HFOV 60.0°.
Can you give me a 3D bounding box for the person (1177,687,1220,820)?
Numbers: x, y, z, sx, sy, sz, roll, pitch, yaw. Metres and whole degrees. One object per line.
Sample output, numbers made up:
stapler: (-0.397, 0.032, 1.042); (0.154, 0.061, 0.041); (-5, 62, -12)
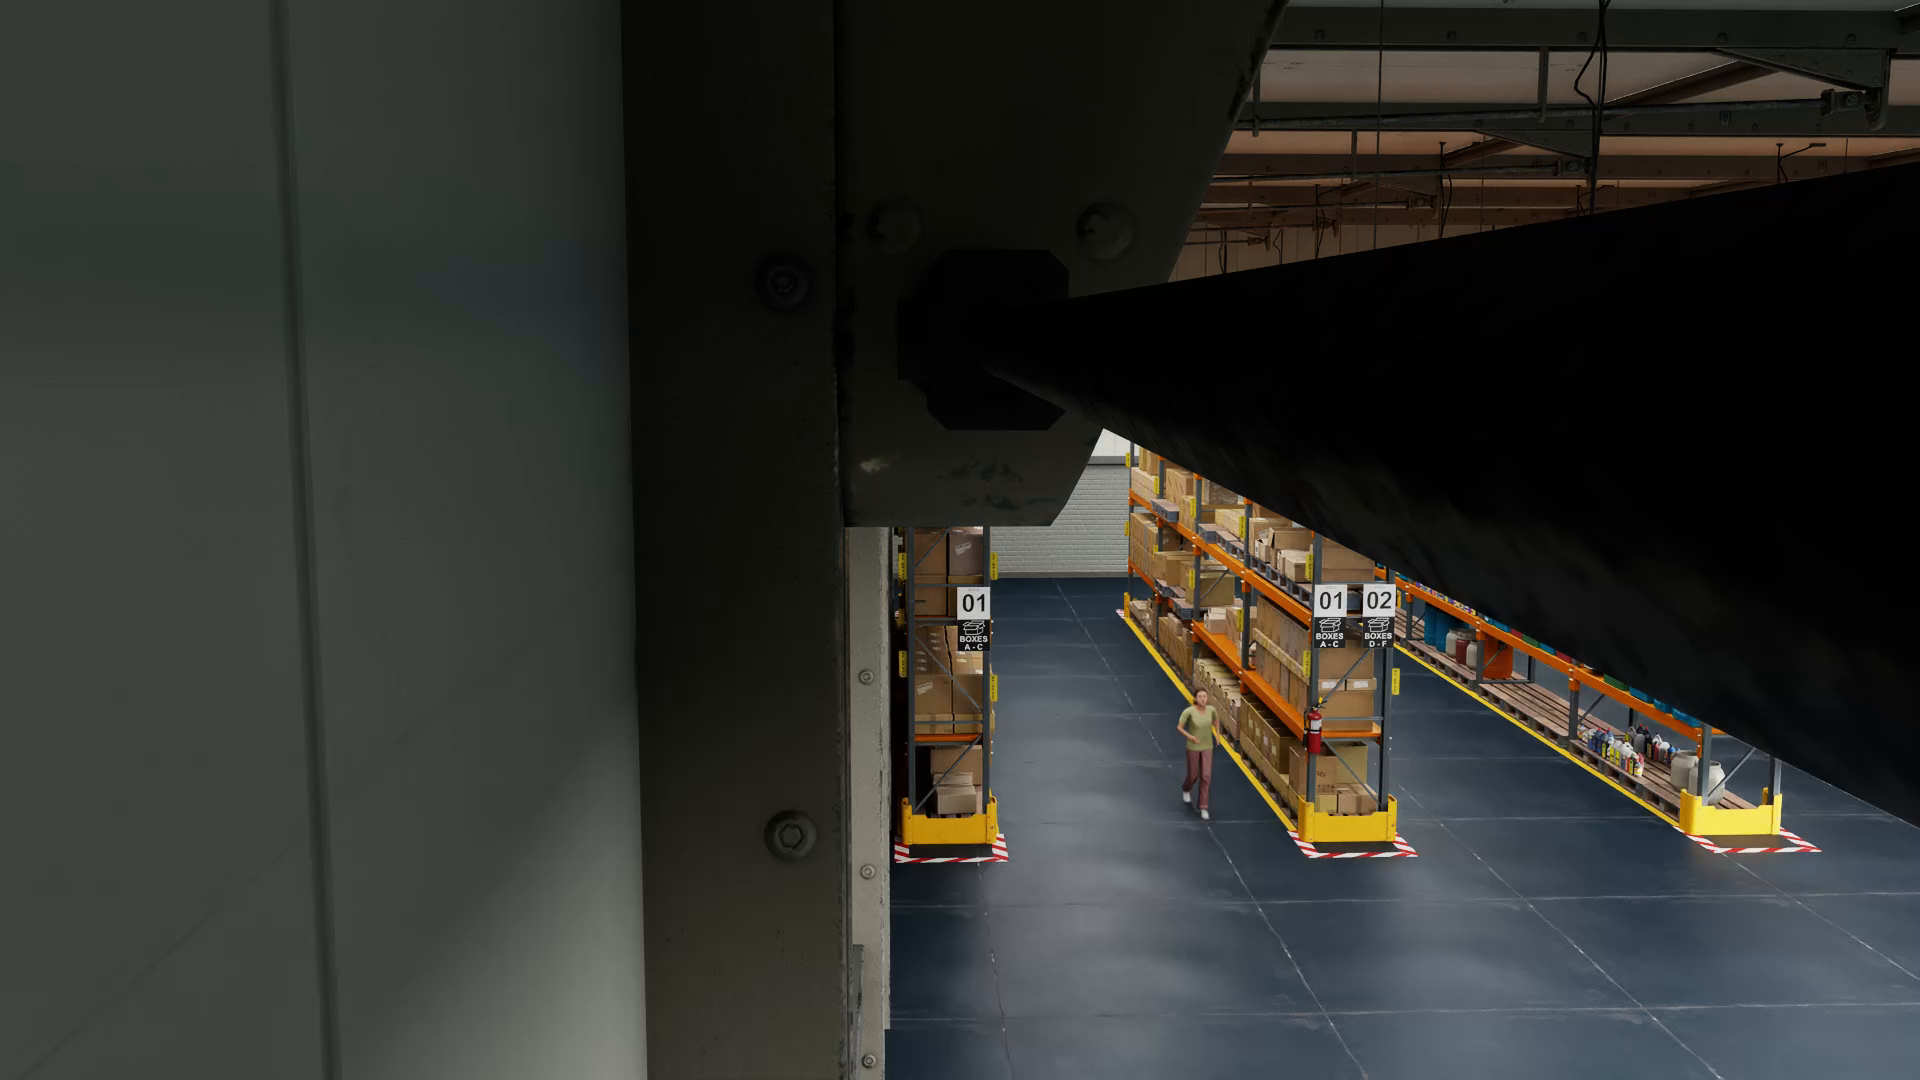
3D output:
person: (3.125, 2.735, 21.736); (0.599, 1.677, 0.817); (-1, 7, -8)
